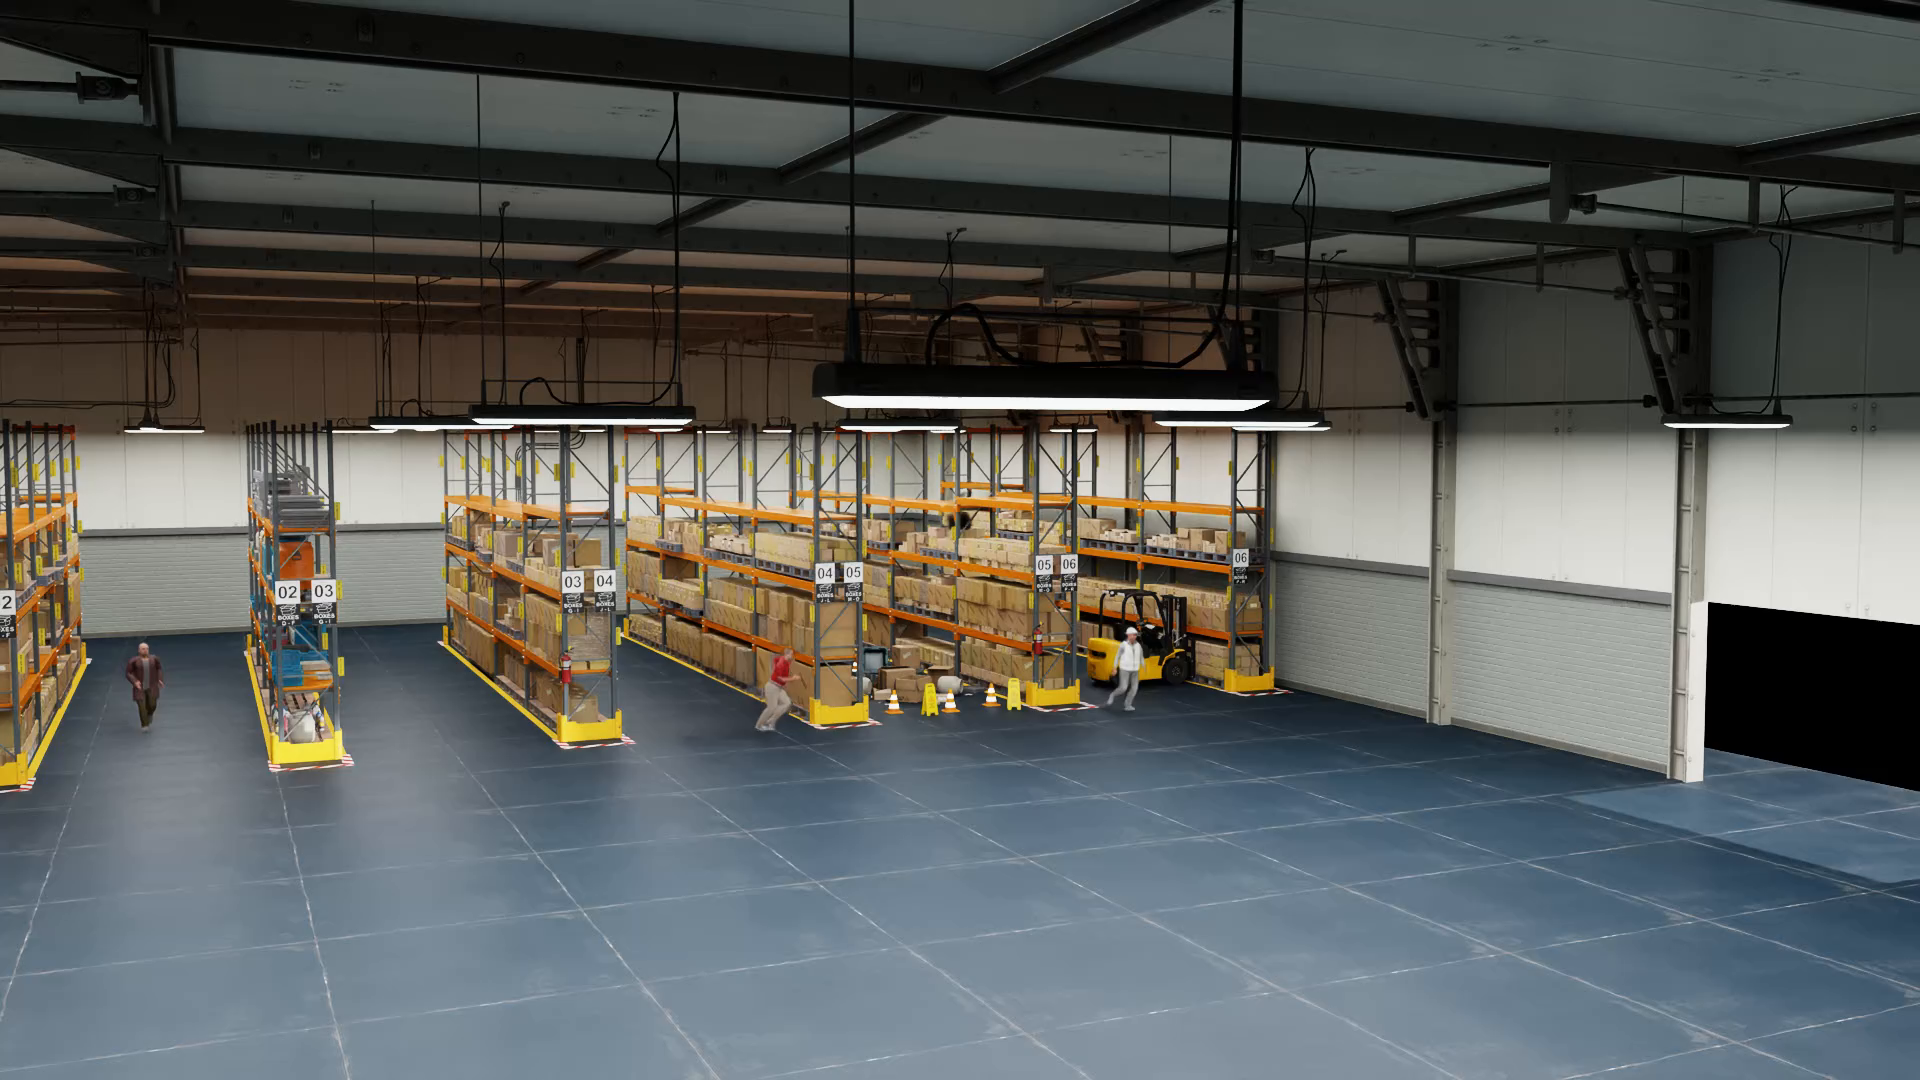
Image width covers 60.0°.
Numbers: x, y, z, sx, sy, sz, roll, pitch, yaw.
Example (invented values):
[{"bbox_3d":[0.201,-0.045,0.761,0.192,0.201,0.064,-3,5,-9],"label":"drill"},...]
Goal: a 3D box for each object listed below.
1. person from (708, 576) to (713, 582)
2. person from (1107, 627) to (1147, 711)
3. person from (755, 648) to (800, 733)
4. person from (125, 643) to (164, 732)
[{"bbox_3d":[-7.180,1.861,48.910,0.566,1.639,0.564,0,4,-3],"label":"person"},{"bbox_3d":[3.485,2.682,34.691,0.693,1.745,0.651,-2,4,-28],"label":"person"},{"bbox_3d":[-3.517,2.909,32.106,0.893,1.666,0.664,0,4,6],"label":"person"},{"bbox_3d":[-15.799,2.851,32.224,0.687,1.724,0.680,-2,4,-34],"label":"person"}]
